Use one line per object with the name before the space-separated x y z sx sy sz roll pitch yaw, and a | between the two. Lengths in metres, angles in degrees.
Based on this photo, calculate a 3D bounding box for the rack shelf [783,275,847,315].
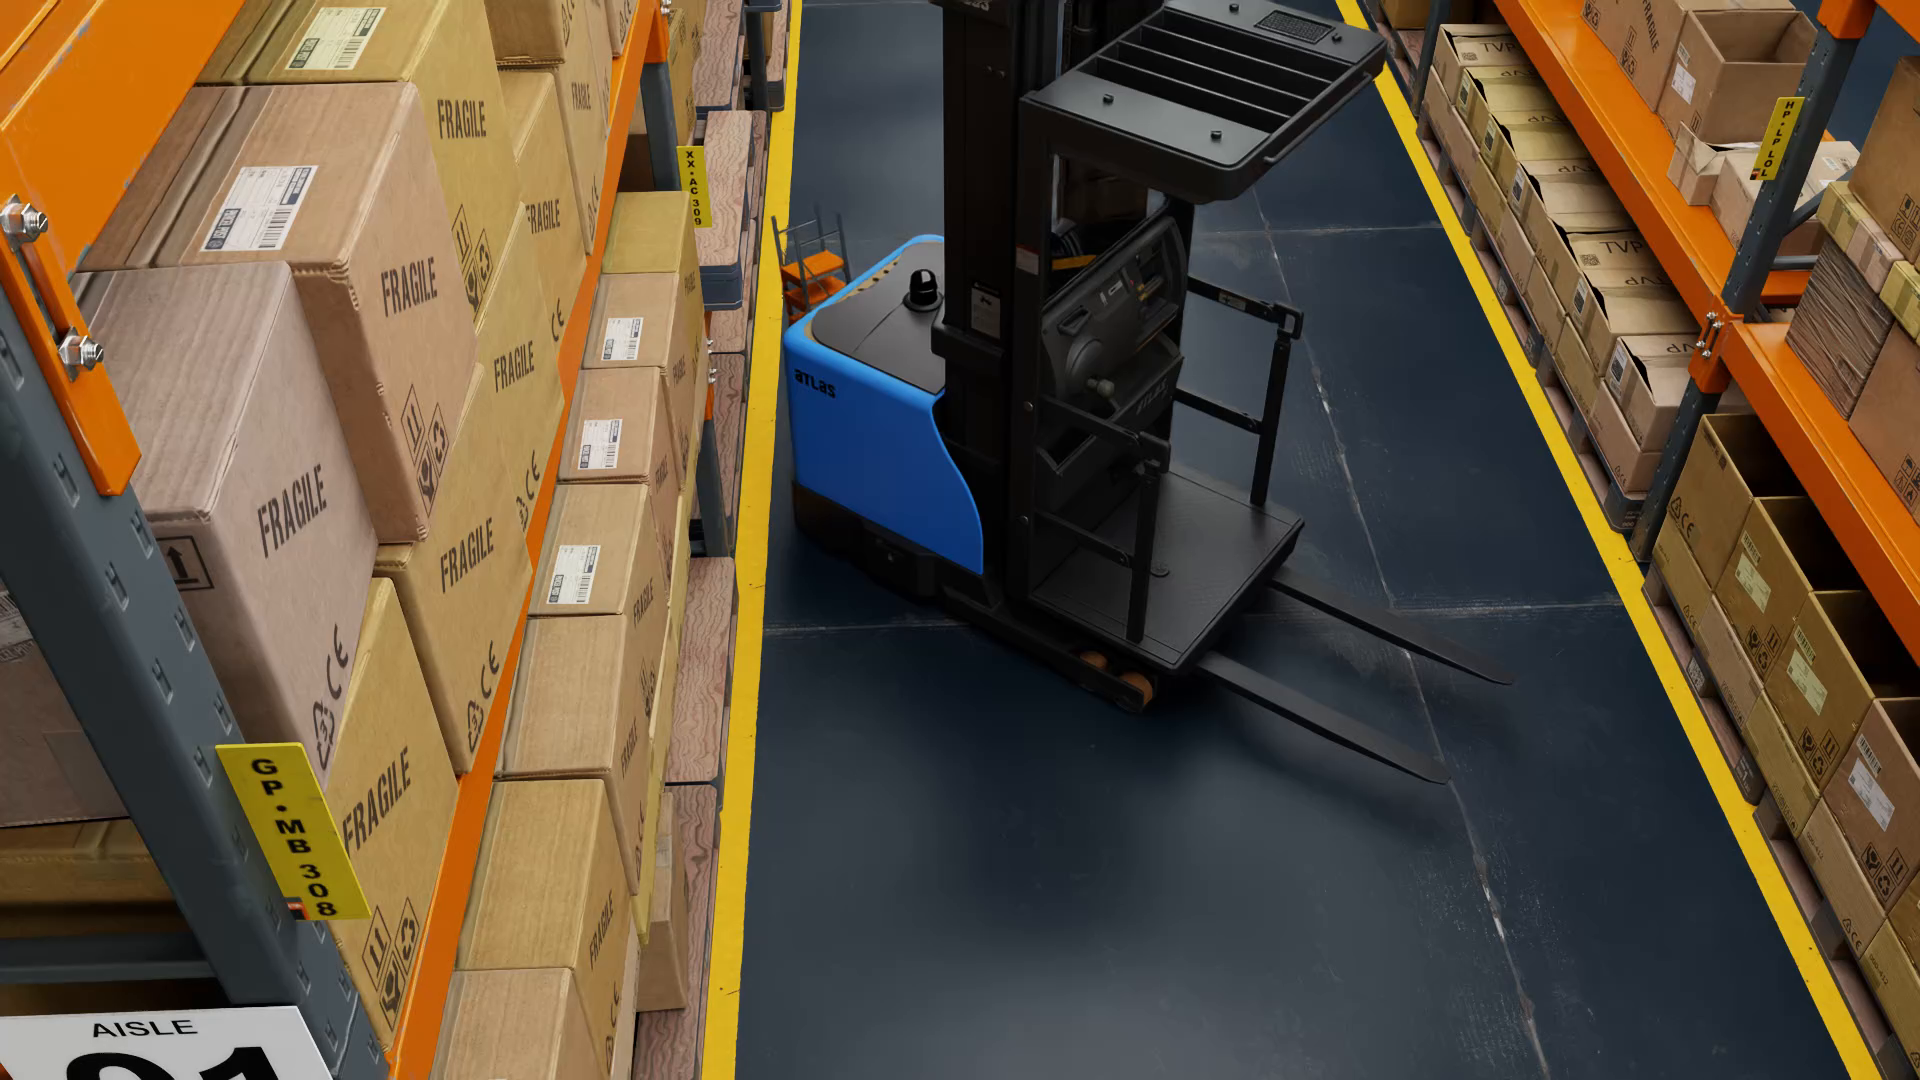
rack shelf | -0.625 -1.072 7.384 0.258 0.103 0.180 -26 39 -26

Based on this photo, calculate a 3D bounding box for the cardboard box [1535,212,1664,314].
cardboard box | 3.112 -1.357 7.969 0.500 0.311 0.500 -2 43 -2

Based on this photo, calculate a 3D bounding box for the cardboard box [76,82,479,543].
cardboard box | -1.061 -0.337 2.498 0.500 0.500 0.500 -2 43 -2

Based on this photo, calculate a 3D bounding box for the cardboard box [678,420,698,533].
cardboard box | -1.150 -0.216 5.511 0.500 0.250 0.500 -1 43 -2

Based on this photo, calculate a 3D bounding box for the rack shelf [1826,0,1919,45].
rack shelf | 3.548 -0.546 4.088 1.077 0.370 4.000 -2 43 -2

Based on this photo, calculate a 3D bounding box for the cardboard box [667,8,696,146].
cardboard box | -1.490 -1.832 6.779 0.700 0.500 0.500 2 43 3

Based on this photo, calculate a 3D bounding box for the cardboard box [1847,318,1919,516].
cardboard box | 3.517 -0.438 5.583 0.700 0.500 0.500 -2 43 -2

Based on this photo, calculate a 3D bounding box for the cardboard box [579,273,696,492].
cardboard box | -1.130 -0.493 5.259 0.500 0.500 0.500 -2 43 -2

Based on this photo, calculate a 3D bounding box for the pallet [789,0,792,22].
pallet | -1.663 -3.940 11.542 1.003 0.211 1.213 -2 43 -2

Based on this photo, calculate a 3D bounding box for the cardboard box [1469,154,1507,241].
cardboard box | 3.072 -1.845 8.917 0.500 0.250 0.500 -3 43 -3

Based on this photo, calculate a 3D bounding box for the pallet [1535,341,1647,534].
pallet | 3.393 -0.524 7.815 1.003 0.211 1.213 -2 43 -2

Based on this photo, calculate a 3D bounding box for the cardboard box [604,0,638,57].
cardboard box | -1.218 -1.726 4.754 0.500 0.500 0.500 -1 43 -1

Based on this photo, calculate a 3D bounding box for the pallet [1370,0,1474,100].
pallet | 3.299 -3.233 10.771 1.003 0.211 1.213 -2 43 -2

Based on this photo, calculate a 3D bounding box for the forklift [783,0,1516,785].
forklift | 0.753 -0.805 6.109 3.031 2.935 1.130 26 49 26

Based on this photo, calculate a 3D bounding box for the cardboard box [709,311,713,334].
cardboard box | -1.587 -1.341 8.168 0.700 0.500 0.500 -1 43 -1

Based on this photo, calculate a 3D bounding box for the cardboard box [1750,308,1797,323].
cardboard box | 3.678 -1.028 7.610 0.500 0.311 0.500 -2 43 -2

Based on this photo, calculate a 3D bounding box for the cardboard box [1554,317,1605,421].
cardboard box | 3.136 -0.810 7.788 0.500 0.250 0.500 -2 43 -2

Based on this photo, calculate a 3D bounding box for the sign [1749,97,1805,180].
sign | 2.921 -1.431 5.943 0.100 0.325 0.005 -2 43 -2

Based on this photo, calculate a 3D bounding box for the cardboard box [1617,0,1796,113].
cardboard box | 3.403 -2.305 7.621 0.500 0.500 0.500 -2 43 -2

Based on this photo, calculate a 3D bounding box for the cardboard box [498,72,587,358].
cardboard box | -1.138 -0.669 3.601 0.500 0.500 0.500 1 43 1

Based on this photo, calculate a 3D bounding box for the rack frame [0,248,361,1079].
rack frame | -1.316 -0.422 1.201 1.000 3.000 0.127 -2 43 -2

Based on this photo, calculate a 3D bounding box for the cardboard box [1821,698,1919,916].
cardboard box | 3.236 0.861 5.410 0.500 0.500 0.500 -2 43 -2

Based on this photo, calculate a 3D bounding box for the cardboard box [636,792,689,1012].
cardboard box | -1.261 1.197 5.398 0.700 0.500 0.500 -4 43 -4

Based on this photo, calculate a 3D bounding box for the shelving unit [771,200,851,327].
shelving unit | -0.605 -0.912 7.495 0.258 1.200 0.189 -26 39 -26

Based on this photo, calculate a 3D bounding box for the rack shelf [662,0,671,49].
rack shelf | -1.571 -3.102 6.876 1.077 0.370 4.000 -2 43 -2

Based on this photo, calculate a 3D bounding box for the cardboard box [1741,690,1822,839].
cardboard box | 3.212 0.800 6.031 0.500 0.250 0.500 -2 43 -2

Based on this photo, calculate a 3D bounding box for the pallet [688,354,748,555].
pallet | -1.521 -0.409 7.690 1.003 0.211 1.213 -2 43 -2

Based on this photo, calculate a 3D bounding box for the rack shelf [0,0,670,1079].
rack shelf | -1.401 -0.402 3.930 1.077 0.370 4.000 -2 43 -2

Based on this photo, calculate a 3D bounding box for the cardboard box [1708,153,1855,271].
cardboard box | 3.398 -1.332 6.744 0.500 0.250 0.500 1 43 1

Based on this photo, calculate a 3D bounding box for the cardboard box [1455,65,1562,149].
cardboard box | 3.053 -2.388 9.094 0.500 0.311 0.500 -3 43 -3

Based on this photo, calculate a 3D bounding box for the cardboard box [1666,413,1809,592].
cardboard box | 3.170 -0.151 6.514 0.500 0.500 0.500 -2 43 -2

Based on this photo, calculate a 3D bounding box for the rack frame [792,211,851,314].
rack frame | -0.553 -0.874 7.431 0.240 1.200 0.006 -26 39 -26

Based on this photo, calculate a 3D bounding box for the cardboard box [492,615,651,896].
cardboard box | -1.063 0.547 4.124 0.500 0.500 0.500 -3 43 -3

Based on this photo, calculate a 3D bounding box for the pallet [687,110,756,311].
pallet | -1.373 -1.361 6.806 1.003 0.211 1.213 -2 43 -2

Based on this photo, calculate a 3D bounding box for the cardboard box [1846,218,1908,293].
cardboard box | 3.292 -0.976 5.690 0.380 0.149 0.250 -1 43 -1

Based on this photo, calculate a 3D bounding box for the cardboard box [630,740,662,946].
cardboard box | -1.072 0.804 4.399 0.500 0.250 0.500 -2 43 -2

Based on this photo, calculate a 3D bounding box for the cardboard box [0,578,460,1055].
cardboard box | -1.081 0.406 2.428 0.500 0.500 0.500 -1 43 -1

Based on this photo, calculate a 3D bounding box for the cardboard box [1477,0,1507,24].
cardboard box | 3.559 -3.312 10.318 0.500 0.500 0.500 0 43 0

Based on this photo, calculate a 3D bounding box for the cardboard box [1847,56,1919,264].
cardboard box | 3.488 -1.272 5.533 0.700 0.500 0.500 -1 43 -2

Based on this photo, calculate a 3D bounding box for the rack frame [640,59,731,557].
rack frame | -1.486 -0.911 6.174 1.000 3.000 0.127 -2 43 -2

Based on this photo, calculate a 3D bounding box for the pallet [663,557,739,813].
pallet | -1.422 0.569 6.623 1.003 0.211 1.213 -2 43 -2
